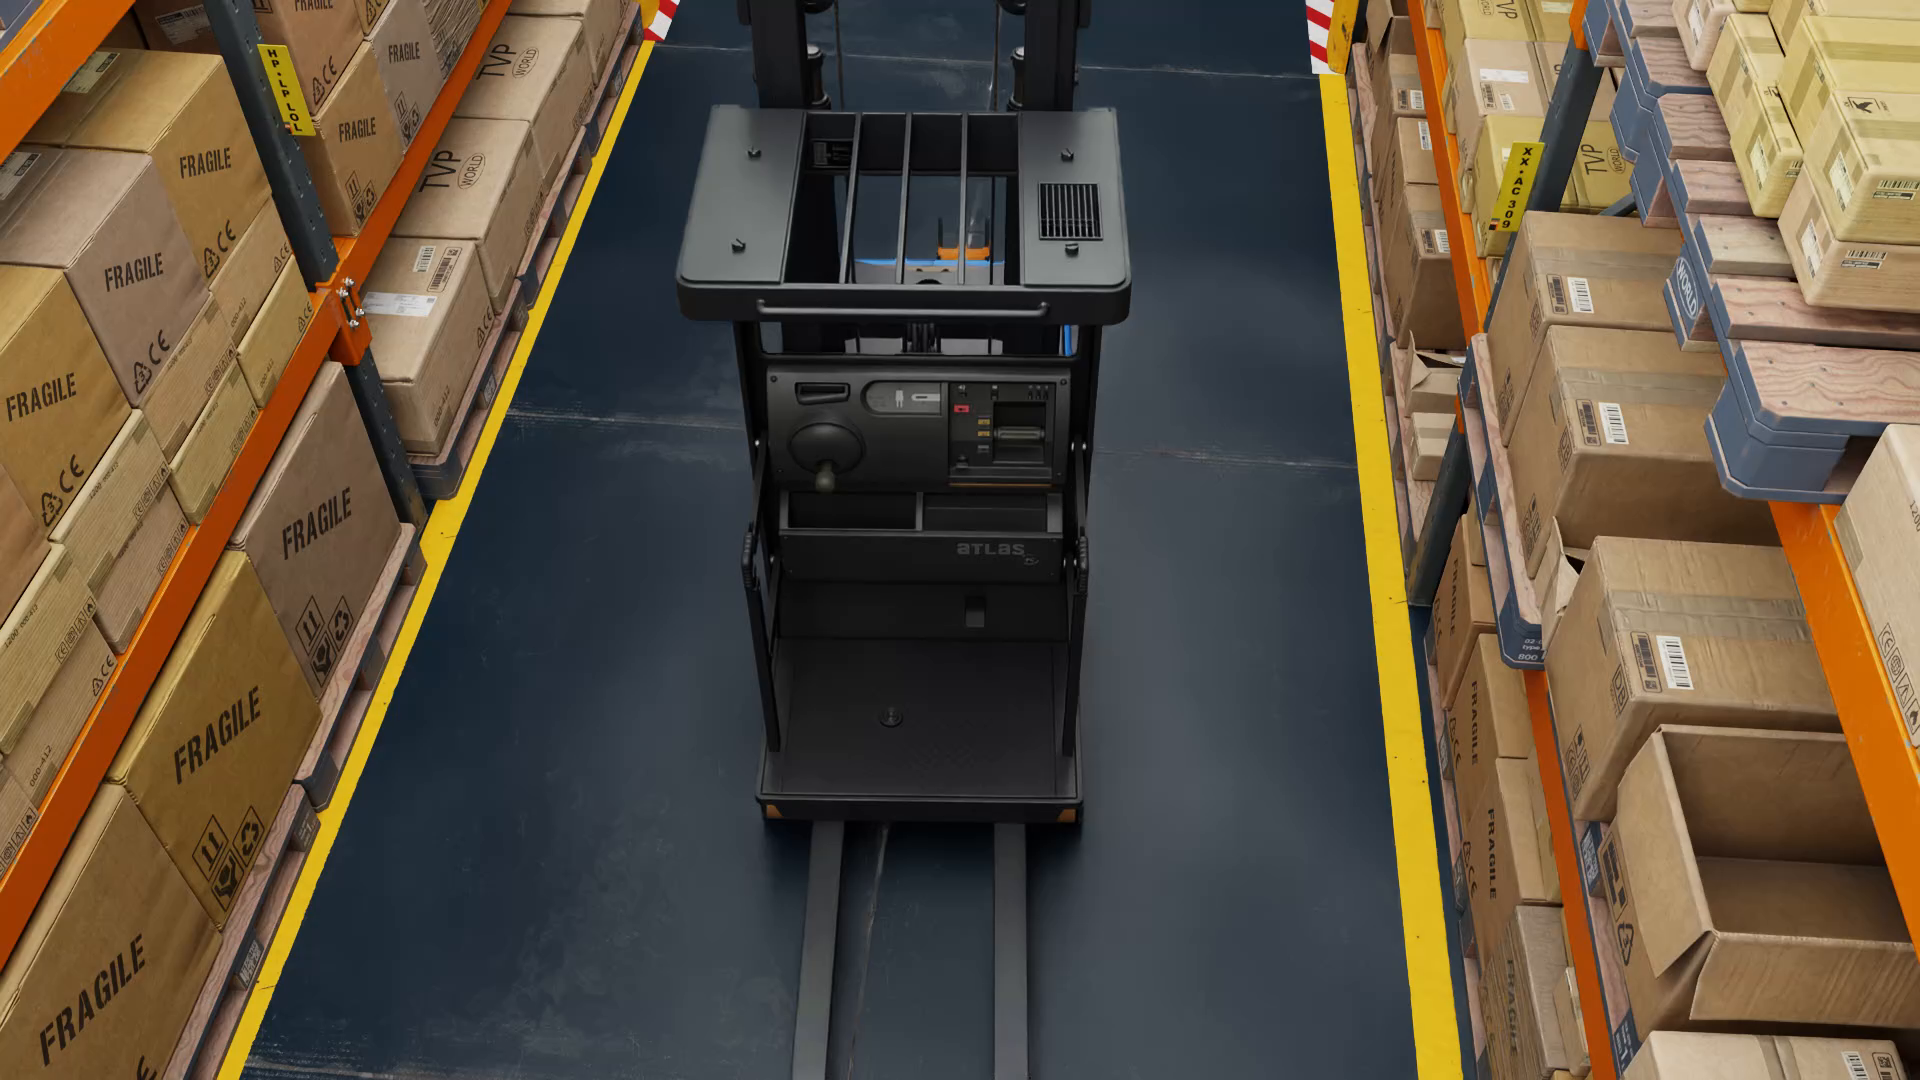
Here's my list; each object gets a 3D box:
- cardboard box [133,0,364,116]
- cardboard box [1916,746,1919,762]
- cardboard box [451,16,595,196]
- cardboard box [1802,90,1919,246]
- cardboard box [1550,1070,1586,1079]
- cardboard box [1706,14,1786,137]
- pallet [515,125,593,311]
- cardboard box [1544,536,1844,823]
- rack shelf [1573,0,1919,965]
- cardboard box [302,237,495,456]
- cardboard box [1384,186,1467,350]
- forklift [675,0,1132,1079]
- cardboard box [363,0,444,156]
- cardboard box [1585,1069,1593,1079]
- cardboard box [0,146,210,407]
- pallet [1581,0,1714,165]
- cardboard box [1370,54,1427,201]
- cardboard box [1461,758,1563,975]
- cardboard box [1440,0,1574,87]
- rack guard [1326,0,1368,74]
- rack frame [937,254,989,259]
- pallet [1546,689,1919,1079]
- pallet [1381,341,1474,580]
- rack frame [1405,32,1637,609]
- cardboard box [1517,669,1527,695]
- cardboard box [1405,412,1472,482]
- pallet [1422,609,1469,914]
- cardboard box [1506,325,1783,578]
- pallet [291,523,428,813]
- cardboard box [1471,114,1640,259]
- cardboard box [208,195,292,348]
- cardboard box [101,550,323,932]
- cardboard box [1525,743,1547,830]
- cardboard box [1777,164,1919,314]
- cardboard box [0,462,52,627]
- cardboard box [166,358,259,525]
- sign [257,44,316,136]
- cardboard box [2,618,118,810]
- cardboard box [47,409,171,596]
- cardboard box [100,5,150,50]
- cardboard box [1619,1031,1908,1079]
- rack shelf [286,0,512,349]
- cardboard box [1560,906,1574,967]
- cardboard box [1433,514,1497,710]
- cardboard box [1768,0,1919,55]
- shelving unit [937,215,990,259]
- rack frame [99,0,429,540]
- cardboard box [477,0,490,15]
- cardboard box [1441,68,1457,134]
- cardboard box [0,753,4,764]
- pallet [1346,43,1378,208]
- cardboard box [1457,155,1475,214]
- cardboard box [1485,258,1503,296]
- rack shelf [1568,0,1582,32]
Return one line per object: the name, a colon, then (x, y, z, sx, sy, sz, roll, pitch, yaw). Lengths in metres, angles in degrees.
cardboard box: (-2.402, -1.799, 5.617, 0.500, 0.500, 0.500, 4, 48, 4)
cardboard box: (1.743, 0.452, 2.373, 0.500, 0.250, 0.500, 4, 48, 4)
cardboard box: (-2.357, -2.146, 8.132, 0.875, 0.438, 0.875, 5, 48, 5)
cardboard box: (1.711, -0.641, 2.887, 0.380, 0.149, 0.250, 4, 48, 4)
cardboard box: (1.818, 1.801, 4.479, 0.500, 0.500, 0.500, 6, 48, 5)
cardboard box: (1.743, -0.923, 3.346, 0.380, 0.149, 0.250, 3, 48, 3)
pallet: (-2.430, -1.606, 8.075, 1.003, 0.211, 1.213, 4, 48, 4)
cardboard box: (1.872, 0.359, 4.036, 0.700, 0.500, 0.500, 4, 48, 3)
rack shelf: (2.075, -0.063, 3.230, 1.077, 0.370, 4.000, 4, 48, 4)
cardboard box: (-2.522, -0.825, 6.924, 0.875, 0.438, 0.875, 3, 48, 3)
cardboard box: (2.260, -1.169, 7.196, 0.700, 0.500, 0.500, 2, 48, 2)
forklift: (-0.128, -0.240, 4.983, 1.130, 2.935, 3.031, 1, 48, 1)
cardboard box: (-2.333, -1.825, 6.318, 0.500, 0.500, 0.500, 4, 48, 4)
cardboard box: (1.839, 1.512, 4.304, 0.380, 0.149, 0.250, 3, 48, 3)
cardboard box: (-2.517, -0.740, 4.648, 0.500, 0.500, 0.500, 5, 48, 4)
pallet: (2.128, -1.238, 3.944, 1.213, 0.211, 1.003, 4, 48, 4)
cardboard box: (2.355, -1.932, 7.894, 0.700, 0.500, 0.500, 6, 48, 5)
cardboard box: (1.900, 1.037, 5.178, 0.500, 0.500, 0.500, 3, 48, 2)
cardboard box: (2.150, -1.938, 6.390, 0.500, 0.250, 0.500, 4, 48, 3)
rack guard: (2.615, -2.803, 8.975, 1.175, 0.500, 0.348, 4, 48, 4)
rack frame: (0.011, -0.727, 6.704, 0.200, 1.050, 0.008, 1, 48, 1)
pallet: (2.065, 0.812, 4.105, 1.003, 0.211, 1.213, 4, 48, 4)
pallet: (2.321, -0.327, 6.906, 1.003, 0.211, 1.213, 4, 48, 4)
rack frame: (2.257, -0.763, 5.415, 1.000, 3.000, 0.127, 4, 48, 4)
cardboard box: (1.999, 0.364, 5.354, 0.380, 0.149, 0.250, 2, 48, 2)
cardboard box: (2.015, -0.372, 6.705, 0.380, 0.149, 0.250, 3, 48, 2)
pallet: (2.221, 0.778, 5.895, 1.003, 0.211, 1.213, 4, 48, 4)
cardboard box: (1.943, -0.218, 4.564, 0.700, 0.500, 0.500, 4, 48, 4)
pallet: (-2.681, 0.419, 6.224, 1.003, 0.211, 1.213, 4, 48, 4)
cardboard box: (2.061, -1.204, 5.718, 0.500, 0.250, 0.500, 5, 48, 5)
cardboard box: (-2.484, -0.872, 5.278, 0.500, 0.250, 0.500, 4, 48, 3)
cardboard box: (-2.738, 0.606, 5.318, 0.875, 0.875, 0.875, 5, 48, 5)
cardboard box: (1.928, 0.747, 5.004, 0.380, 0.149, 0.250, 4, 48, 3)
cardboard box: (1.719, -0.542, 2.998, 0.380, 0.149, 0.250, 5, 48, 4)
cardboard box: (-2.615, 0.013, 3.960, 0.500, 0.500, 0.500, 5, 48, 4)
cardboard box: (-2.524, -0.323, 5.114, 0.500, 0.250, 0.500, 3, 48, 3)
sign: (-2.145, -1.429, 5.293, 0.100, 0.325, 0.005, 4, 48, 4)
cardboard box: (-2.631, 0.427, 4.429, 0.500, 0.250, 0.500, 4, 48, 4)
cardboard box: (-2.564, -0.123, 4.593, 0.500, 0.250, 0.500, 5, 48, 4)
cardboard box: (-2.918, -1.831, 5.646, 0.500, 0.500, 0.500, 4, 48, 3)
cardboard box: (1.666, 1.288, 3.356, 0.500, 0.250, 0.500, 2, 48, 2)
rack shelf: (-2.504, -2.321, 7.328, 1.077, 0.370, 4.000, 4, 48, 4)
cardboard box: (1.907, 1.130, 4.654, 0.380, 0.149, 0.250, 4, 48, 4)
cardboard box: (1.989, 0.279, 5.871, 0.500, 0.500, 0.500, 6, 48, 5)
cardboard box: (1.812, -1.010, 3.224, 0.380, 0.149, 0.250, 4, 48, 4)
shelving unit: (0.013, -0.817, 6.786, 0.215, 1.050, 0.252, 1, 48, 1)
rack frame: (-2.686, -1.094, 5.718, 1.000, 3.000, 0.127, 4, 48, 4)
cardboard box: (-2.234, -2.568, 6.998, 0.500, 0.500, 0.500, 5, 48, 5)
cardboard box: (2.083, -1.696, 6.438, 0.380, 0.149, 0.250, 3, 48, 3)
cardboard box: (-2.653, 0.626, 3.907, 0.500, 0.250, 0.500, 4, 48, 3)
pallet: (2.543, -2.120, 8.546, 1.003, 0.211, 1.213, 4, 48, 4)
cardboard box: (2.036, -1.315, 6.090, 0.380, 0.149, 0.250, 5, 48, 5)
cardboard box: (2.035, -0.930, 5.738, 0.380, 0.149, 0.250, 4, 48, 4)
rack shelf: (2.439, -3.002, 5.918, 1.077, 0.370, 4.000, 4, 48, 4)
